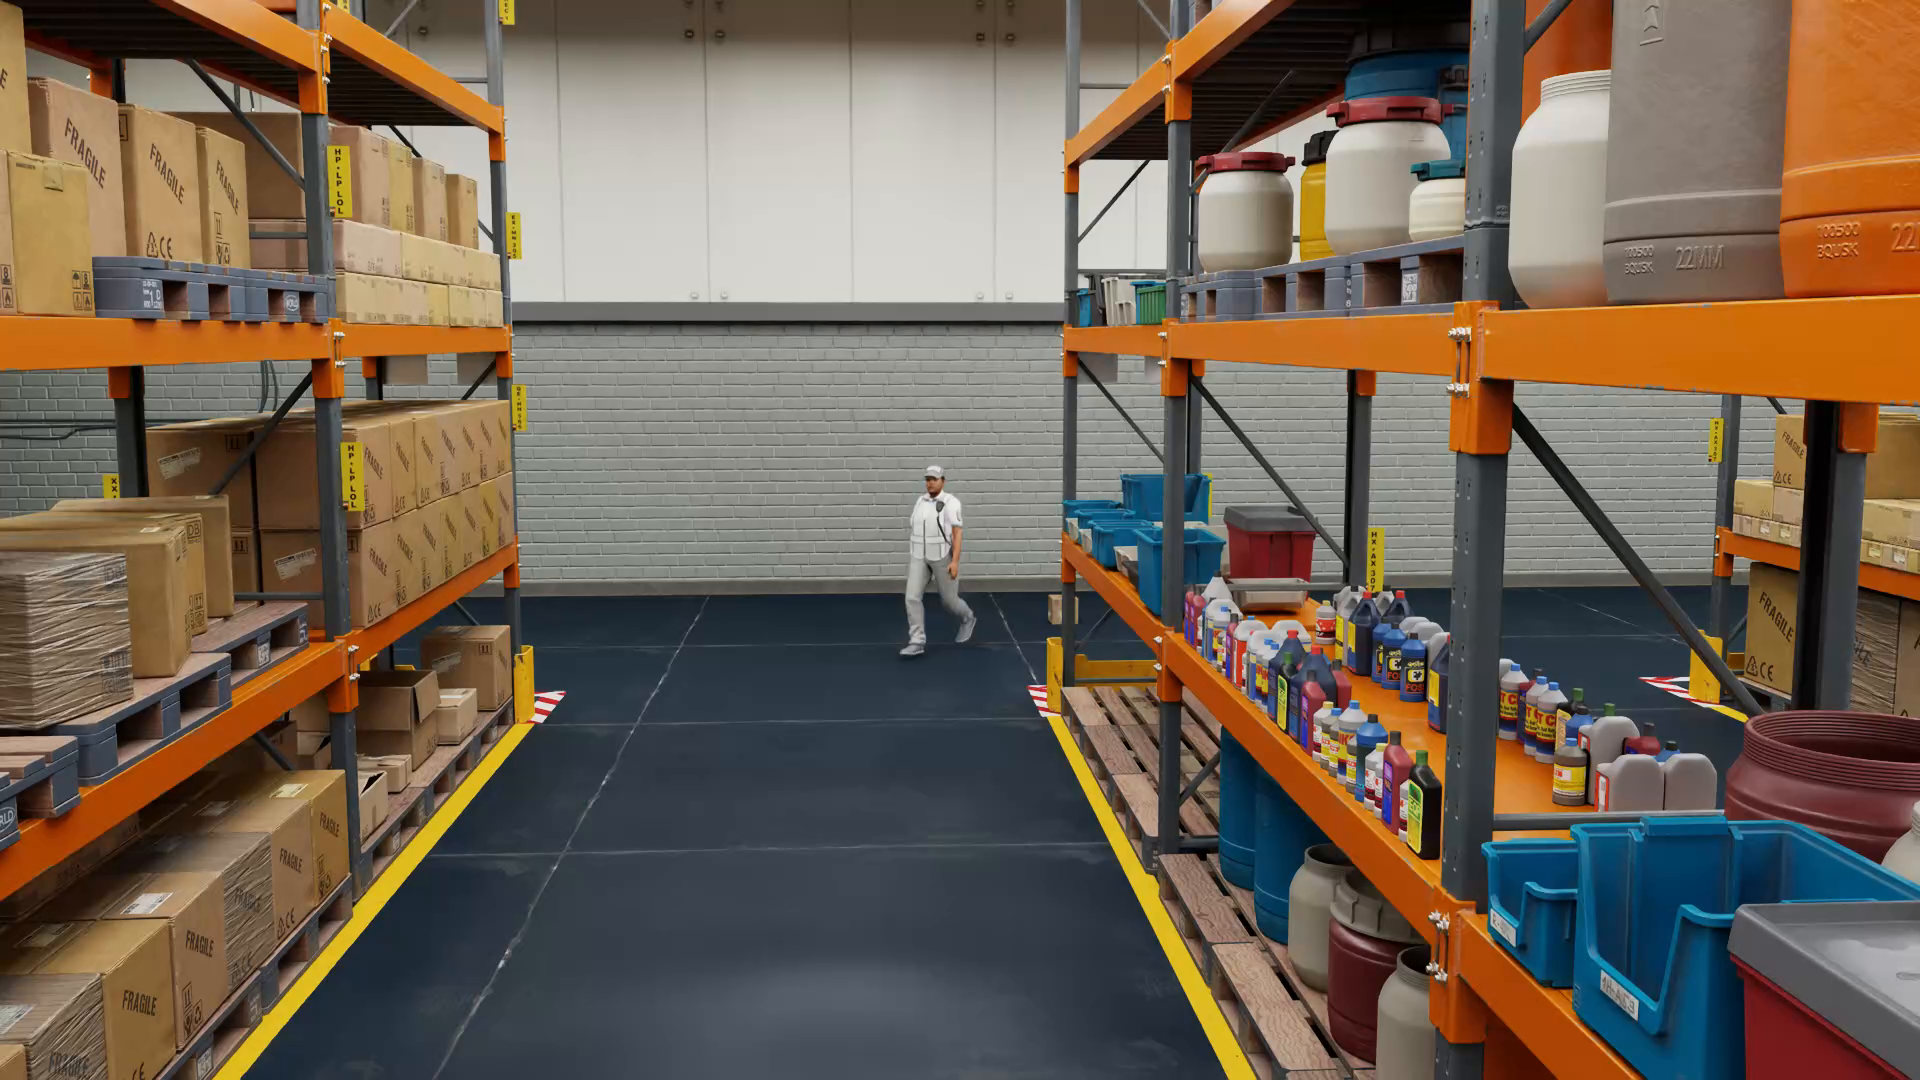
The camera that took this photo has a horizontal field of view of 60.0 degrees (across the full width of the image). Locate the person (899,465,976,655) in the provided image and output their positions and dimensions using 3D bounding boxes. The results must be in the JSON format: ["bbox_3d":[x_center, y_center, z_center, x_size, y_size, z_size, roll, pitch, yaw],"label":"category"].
[{"bbox_3d":[-0.191,0.157,14.420,0.491,1.615,0.906,3,8,26],"label":"person"}]
